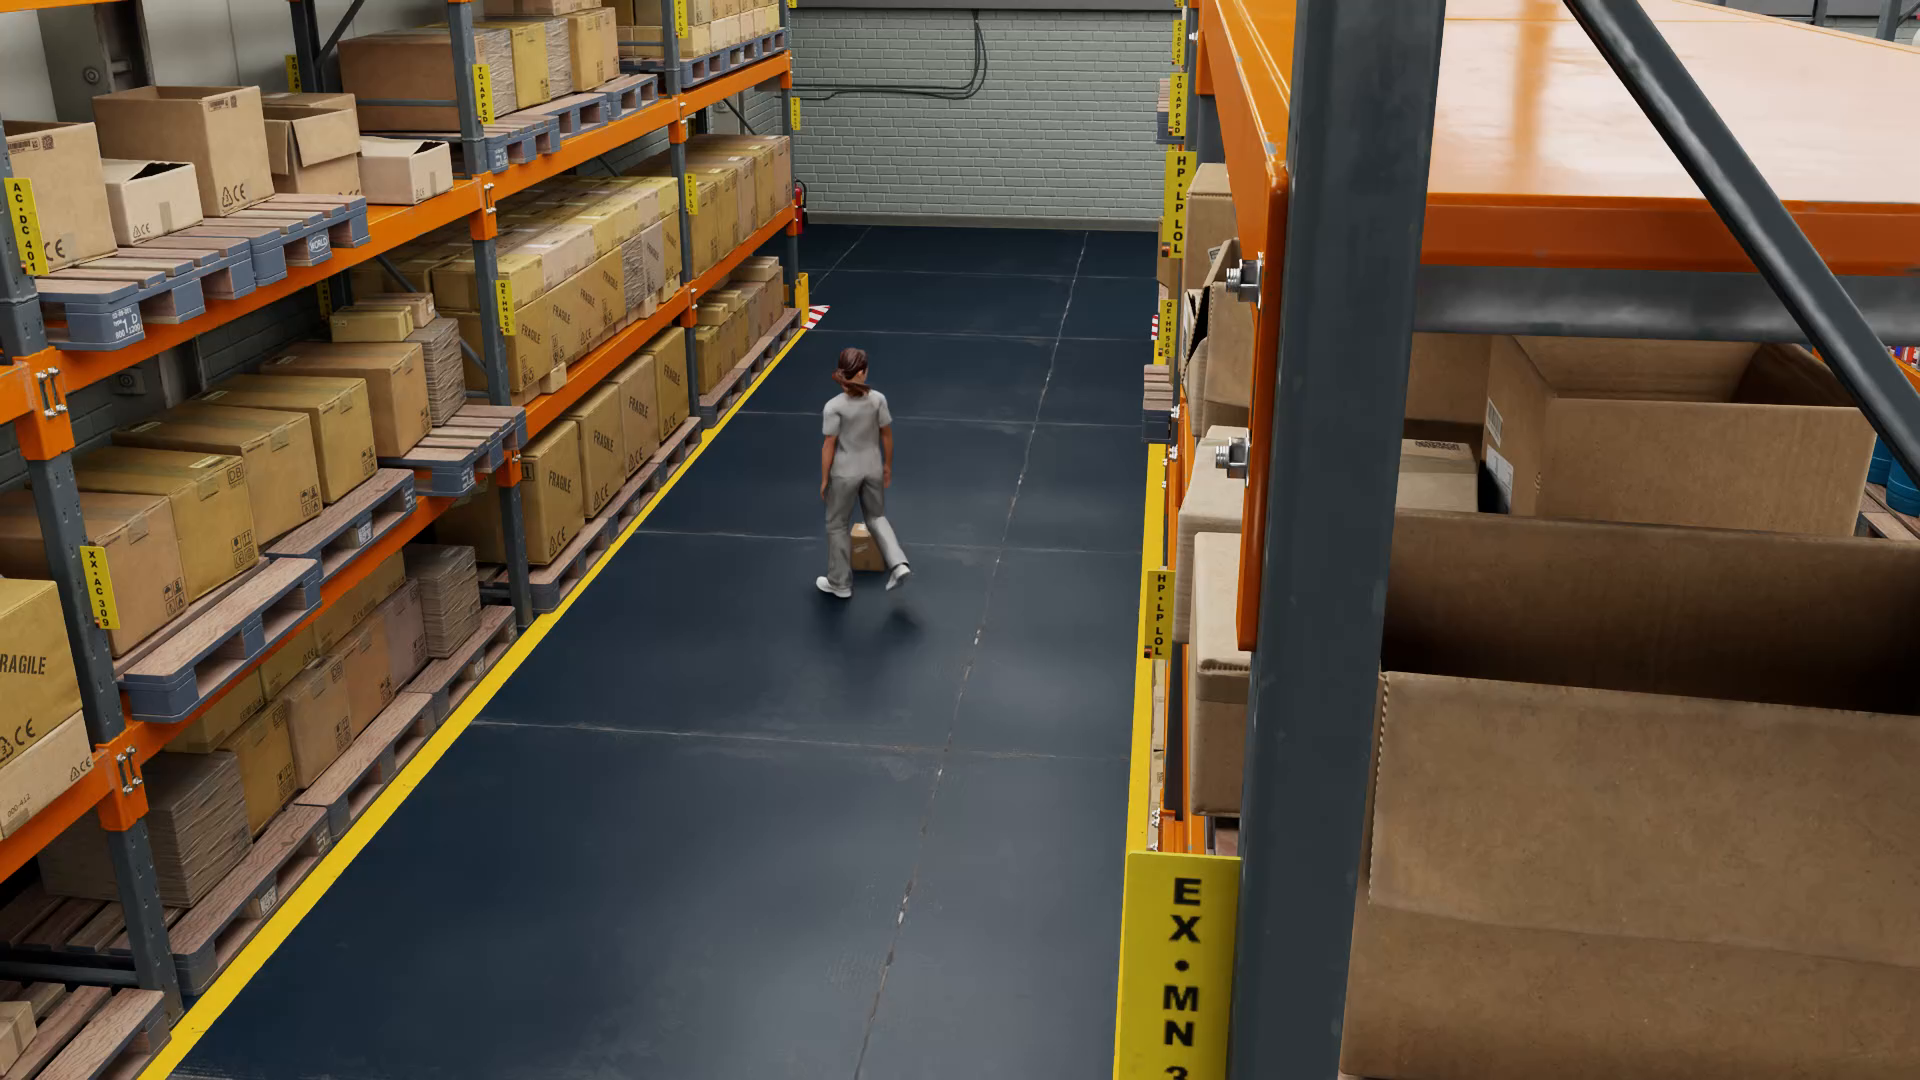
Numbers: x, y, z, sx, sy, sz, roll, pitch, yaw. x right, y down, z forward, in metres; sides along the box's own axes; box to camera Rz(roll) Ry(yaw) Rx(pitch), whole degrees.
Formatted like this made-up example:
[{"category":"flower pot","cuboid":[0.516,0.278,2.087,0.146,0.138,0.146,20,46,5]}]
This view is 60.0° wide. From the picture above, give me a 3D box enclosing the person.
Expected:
[{"category":"person","cuboid":[-0.641,-0.397,10.573,0.480,1.667,0.675,-11,24,-26]}]
